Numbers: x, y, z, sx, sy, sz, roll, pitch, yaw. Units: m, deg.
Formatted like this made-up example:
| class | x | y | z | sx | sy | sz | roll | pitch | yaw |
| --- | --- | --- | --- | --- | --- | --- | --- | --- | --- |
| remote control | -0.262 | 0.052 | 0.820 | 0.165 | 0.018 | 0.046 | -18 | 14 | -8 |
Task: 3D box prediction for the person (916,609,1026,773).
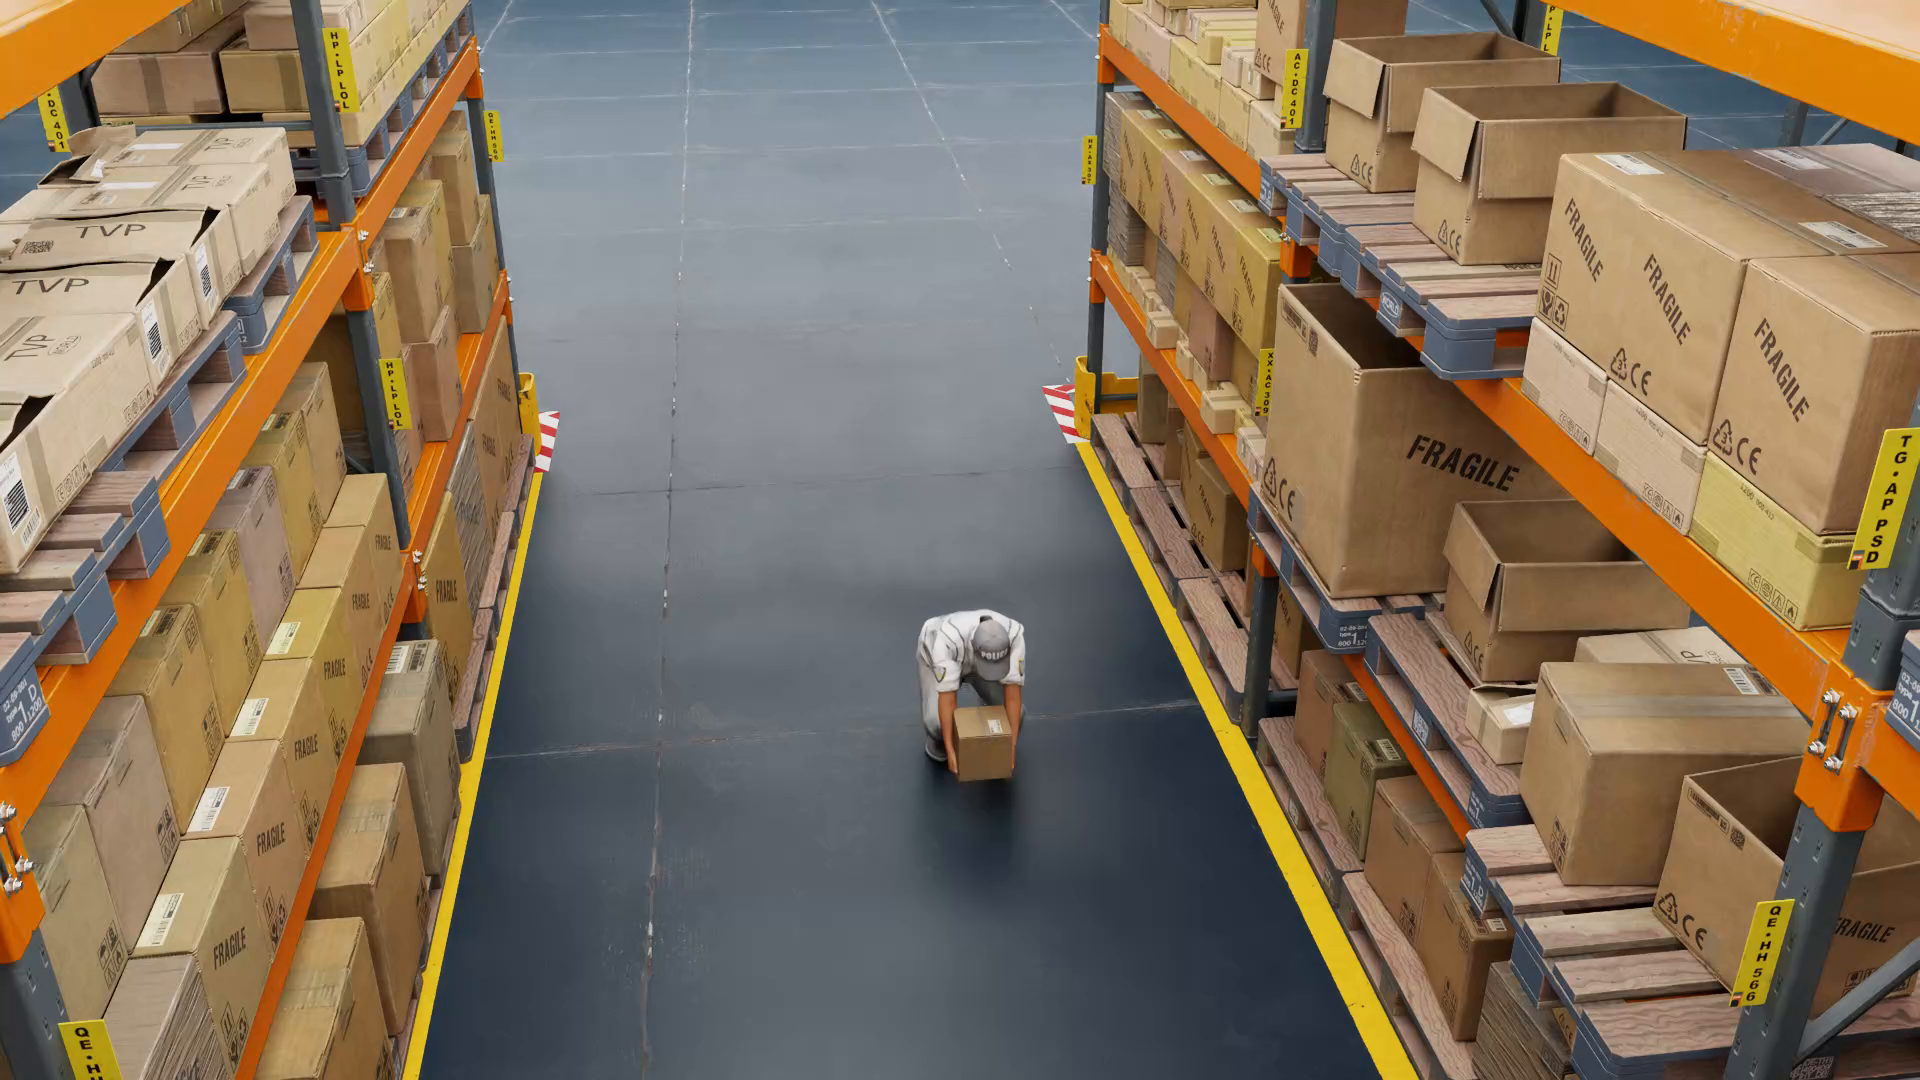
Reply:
| class | x | y | z | sx | sy | sz | roll | pitch | yaw |
| --- | --- | --- | --- | --- | --- | --- | --- | --- | --- |
| person | 0.055 | 0.678 | 8.102 | 0.508 | 0.949 | 0.877 | -4 | 28 | -8 |
